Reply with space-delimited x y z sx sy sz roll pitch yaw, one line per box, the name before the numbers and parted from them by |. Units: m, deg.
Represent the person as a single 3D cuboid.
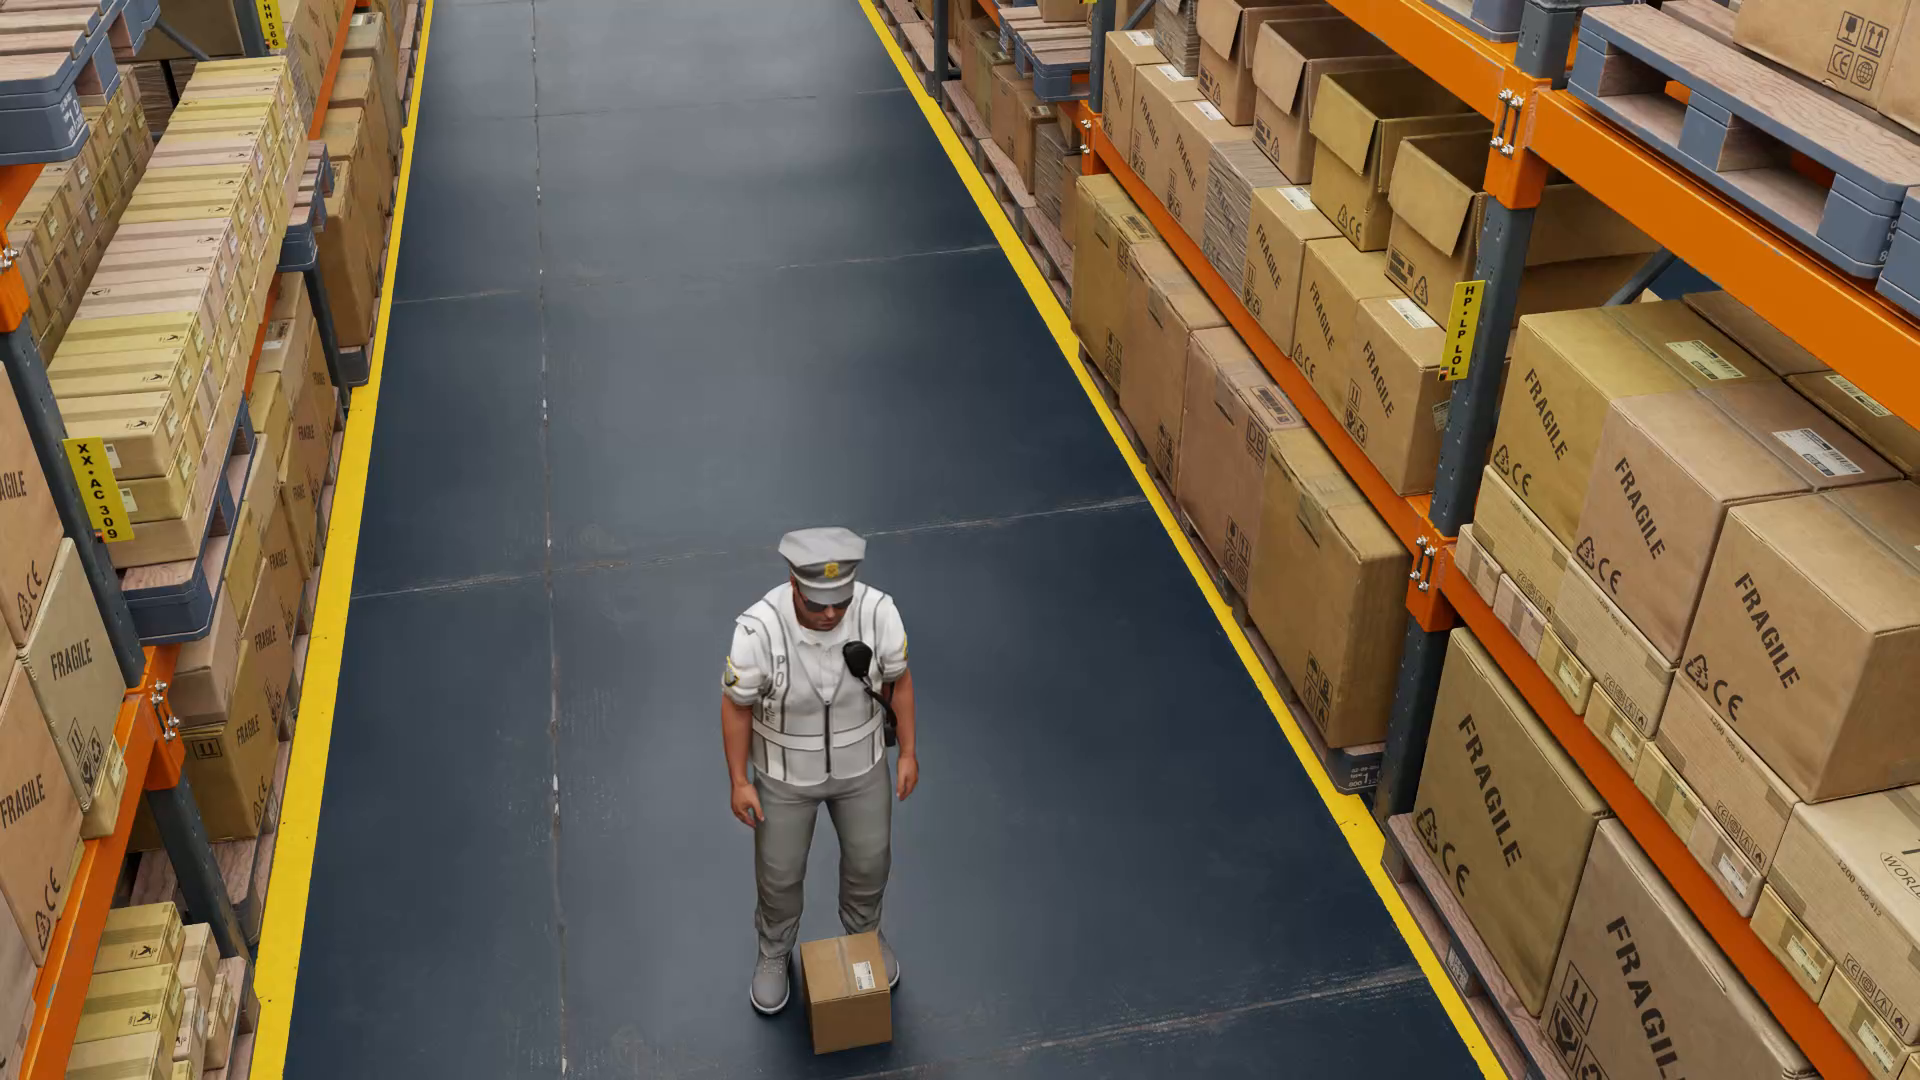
person | -0.428 0.679 5.133 0.600 1.749 0.429 -8 35 -12
